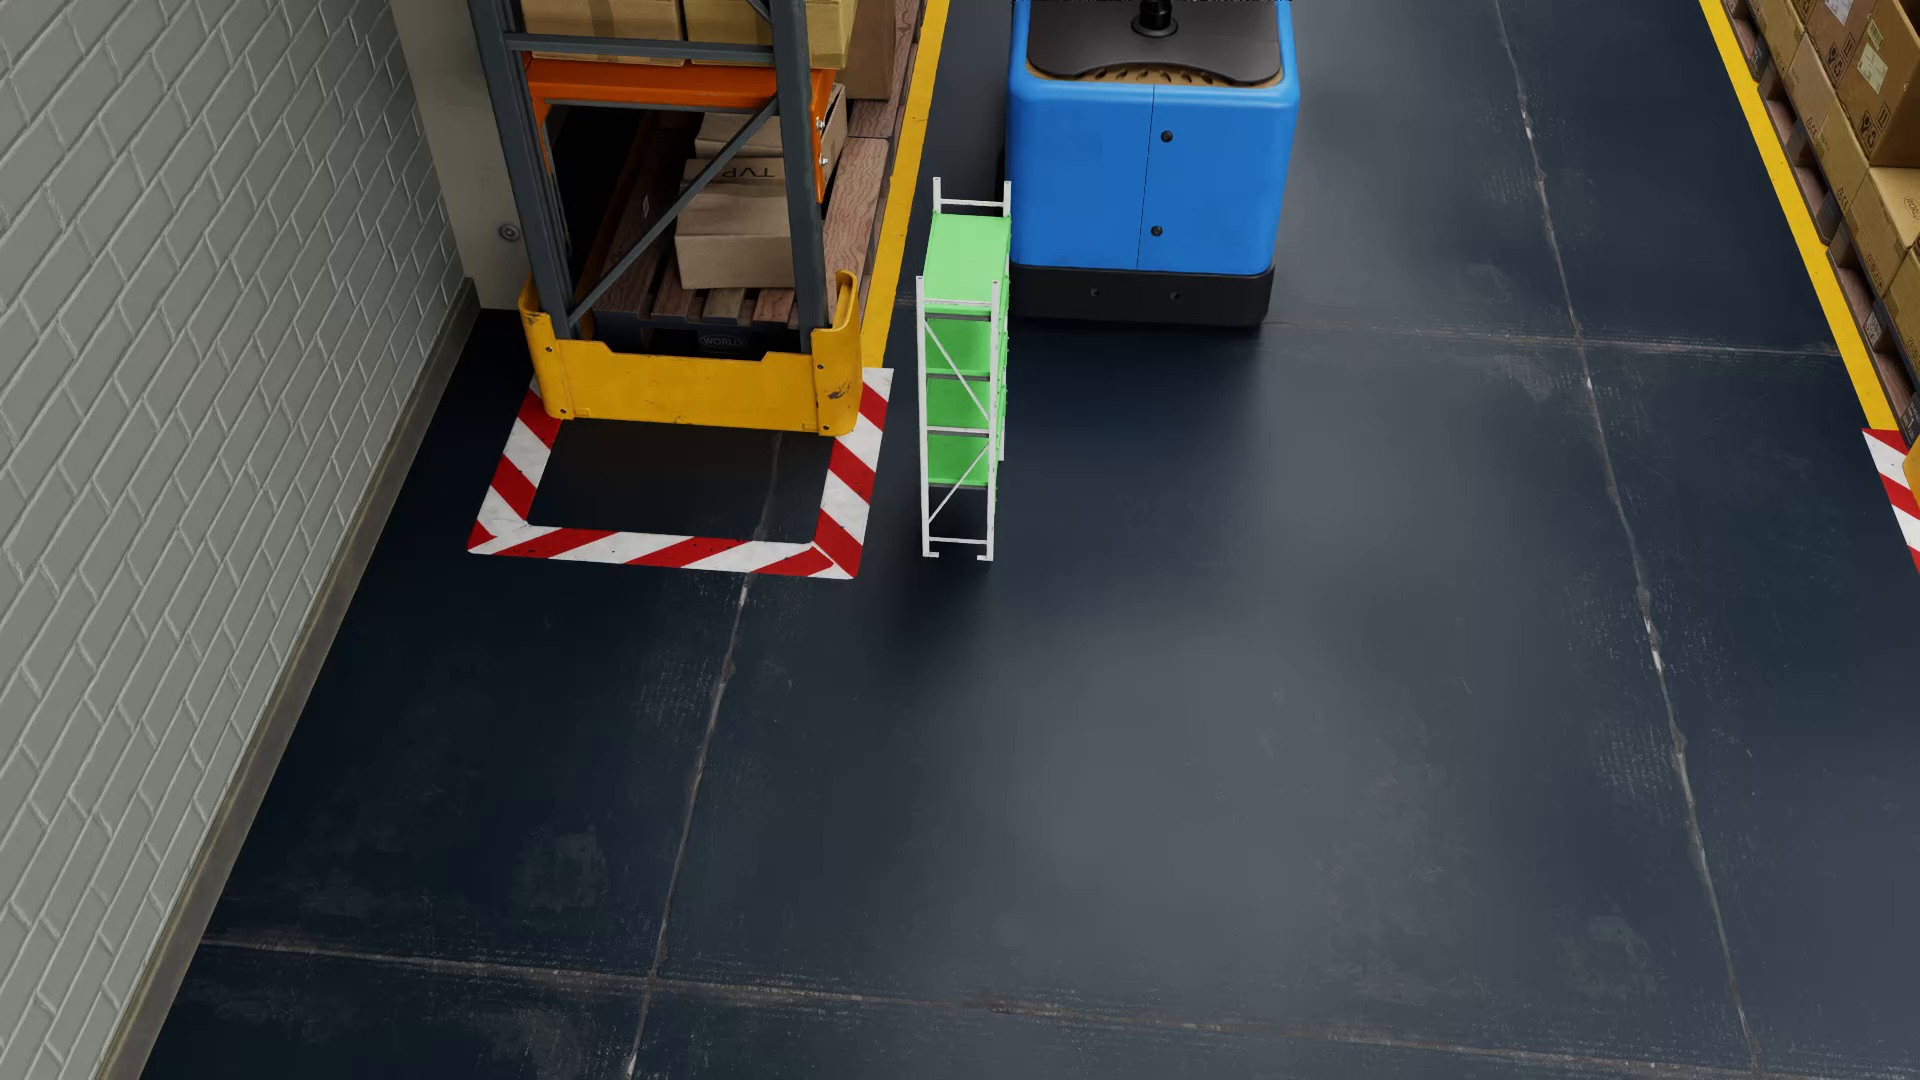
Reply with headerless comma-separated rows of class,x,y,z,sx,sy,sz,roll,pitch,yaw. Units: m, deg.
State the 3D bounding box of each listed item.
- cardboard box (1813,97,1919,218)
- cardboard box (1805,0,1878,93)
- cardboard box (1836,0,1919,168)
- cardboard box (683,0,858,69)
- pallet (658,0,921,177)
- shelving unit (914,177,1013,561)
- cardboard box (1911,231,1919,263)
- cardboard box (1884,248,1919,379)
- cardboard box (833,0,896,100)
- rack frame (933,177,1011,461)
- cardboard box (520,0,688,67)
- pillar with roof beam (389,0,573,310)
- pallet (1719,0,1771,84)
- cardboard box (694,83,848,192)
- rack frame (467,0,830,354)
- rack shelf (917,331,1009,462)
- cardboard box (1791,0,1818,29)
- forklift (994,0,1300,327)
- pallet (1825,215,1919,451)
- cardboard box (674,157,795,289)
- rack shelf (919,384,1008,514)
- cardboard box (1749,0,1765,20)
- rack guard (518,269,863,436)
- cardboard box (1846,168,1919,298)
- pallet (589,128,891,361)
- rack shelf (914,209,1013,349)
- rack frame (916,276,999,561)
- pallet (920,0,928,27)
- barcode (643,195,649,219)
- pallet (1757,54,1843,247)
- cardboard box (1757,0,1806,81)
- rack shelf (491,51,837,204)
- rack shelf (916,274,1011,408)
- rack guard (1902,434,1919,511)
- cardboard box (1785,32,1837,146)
cardboard box,3.799,-1.532,6.697,0.500,0.250,0.500,4,48,4
cardboard box,3.843,-2.152,6.756,0.500,0.500,0.500,4,48,4
cardboard box,3.796,-1.785,6.420,0.500,0.500,0.500,4,48,4
cardboard box,-0.606,-1.792,5.444,0.500,0.250,0.500,3,48,2
pallet,-0.736,-2.102,7.529,1.003,0.211,1.213,4,48,4
shelving unit,0.015,-0.527,5.418,0.258,1.200,0.503,4,48,4
cardboard box,3.720,-1.049,5.747,0.500,0.500,0.500,4,48,4
cardboard box,3.722,-0.796,6.024,0.500,0.250,0.500,4,48,4
cardboard box,-0.645,-2.260,7.181,0.700,0.500,0.500,1,48,1
rack frame,0.037,-0.706,5.582,0.240,1.200,0.015,4,48,4
cardboard box,-1.117,-1.811,5.462,0.500,0.250,0.500,4,48,4
pillar with roof beam,2.523,-3.806,3.133,9.100,9.000,0.400,4,48,4
pallet,4.218,-2.585,7.971,1.003,0.211,1.213,4,48,4
cardboard box,-0.762,-1.661,6.760,0.500,0.311,0.500,7,48,7
rack frame,-0.966,-1.499,5.088,1.000,3.000,0.127,4,48,4
rack shelf,0.015,-0.483,5.466,0.258,0.148,0.480,4,48,4
cardboard box,3.887,-2.520,7.093,0.500,0.500,0.500,4,48,4
forklift,0.773,-2.899,6.415,1.130,2.935,3.031,3,48,3
pallet,3.995,-0.792,6.331,1.003,0.211,1.213,4,48,4
cardboard box,-0.814,-1.242,6.377,0.500,0.311,0.500,-1,48,-1
rack shelf,0.015,-0.321,5.643,0.258,0.148,0.480,4,48,4
cardboard box,3.937,-2.634,7.705,0.500,0.250,0.500,4,48,4
rack guard,-0.959,-0.711,6.061,1.175,0.500,0.348,4,48,4
cardboard box,3.755,-1.164,6.361,0.500,0.250,0.500,4,48,4
pallet,-0.850,-1.208,6.712,1.003,0.211,1.213,4,48,4
rack shelf,0.015,-0.807,5.111,0.258,0.148,0.480,4,48,4
rack frame,-0.007,-0.347,5.255,0.240,1.200,0.015,4,48,4
pallet,-0.628,-3.001,8.352,1.003,0.211,1.213,4,48,4
barcode,-1.210,-1.285,6.411,0.001,0.075,0.075,4,48,4
pallet,4.109,-1.686,7.149,1.003,0.211,1.213,4,48,4
cardboard box,3.886,-2.267,7.369,0.500,0.250,0.500,4,48,4
rack shelf,-0.784,-2.725,6.698,1.077,0.370,4.000,4,48,4
rack shelf,0.015,-0.645,5.289,0.258,0.148,0.480,4,48,4
rack guard,3.965,-0.307,5.692,1.175,0.500,0.348,4,48,4
cardboard box,3.847,-1.899,7.033,0.500,0.250,0.500,4,48,4
